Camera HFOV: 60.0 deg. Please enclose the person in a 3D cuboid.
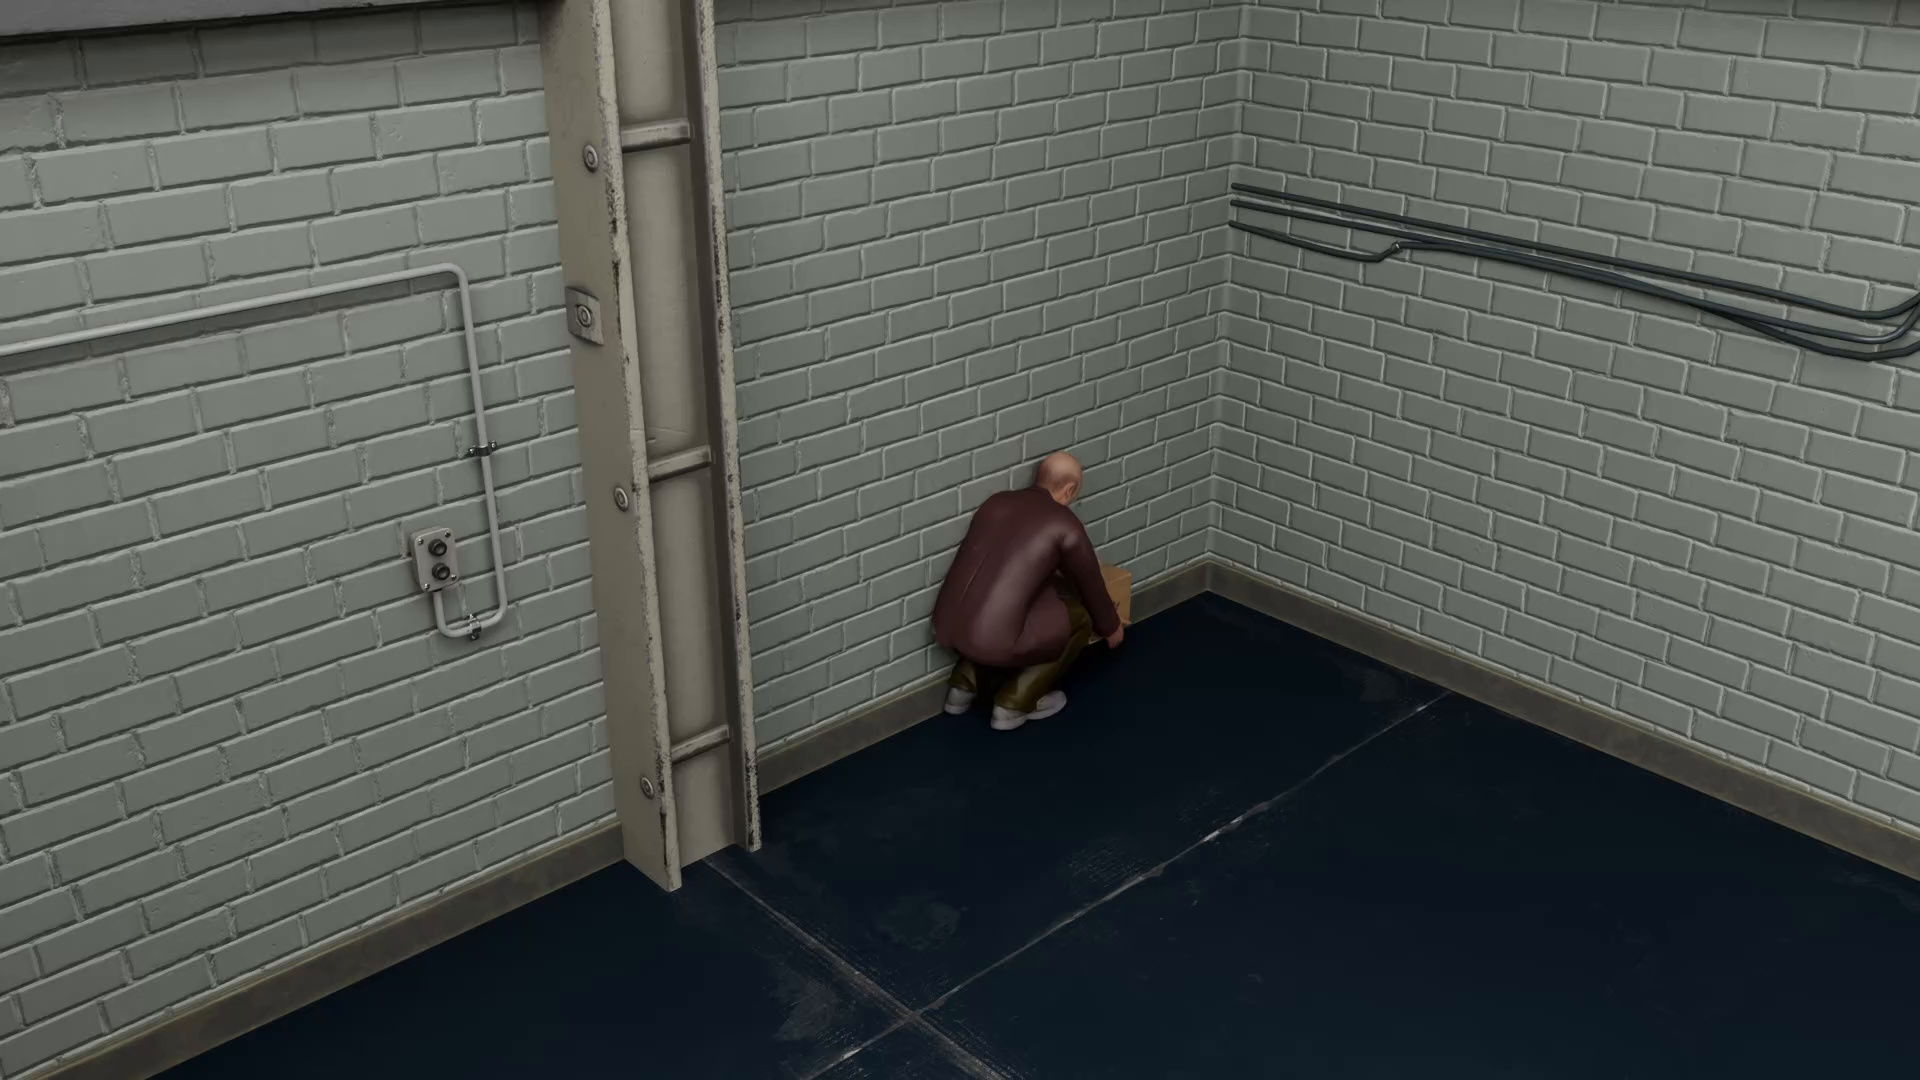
[{"bbox_3d":[0.275,0.193,6.659,0.926,0.996,0.583,-21,32,-39],"label":"person"}]
